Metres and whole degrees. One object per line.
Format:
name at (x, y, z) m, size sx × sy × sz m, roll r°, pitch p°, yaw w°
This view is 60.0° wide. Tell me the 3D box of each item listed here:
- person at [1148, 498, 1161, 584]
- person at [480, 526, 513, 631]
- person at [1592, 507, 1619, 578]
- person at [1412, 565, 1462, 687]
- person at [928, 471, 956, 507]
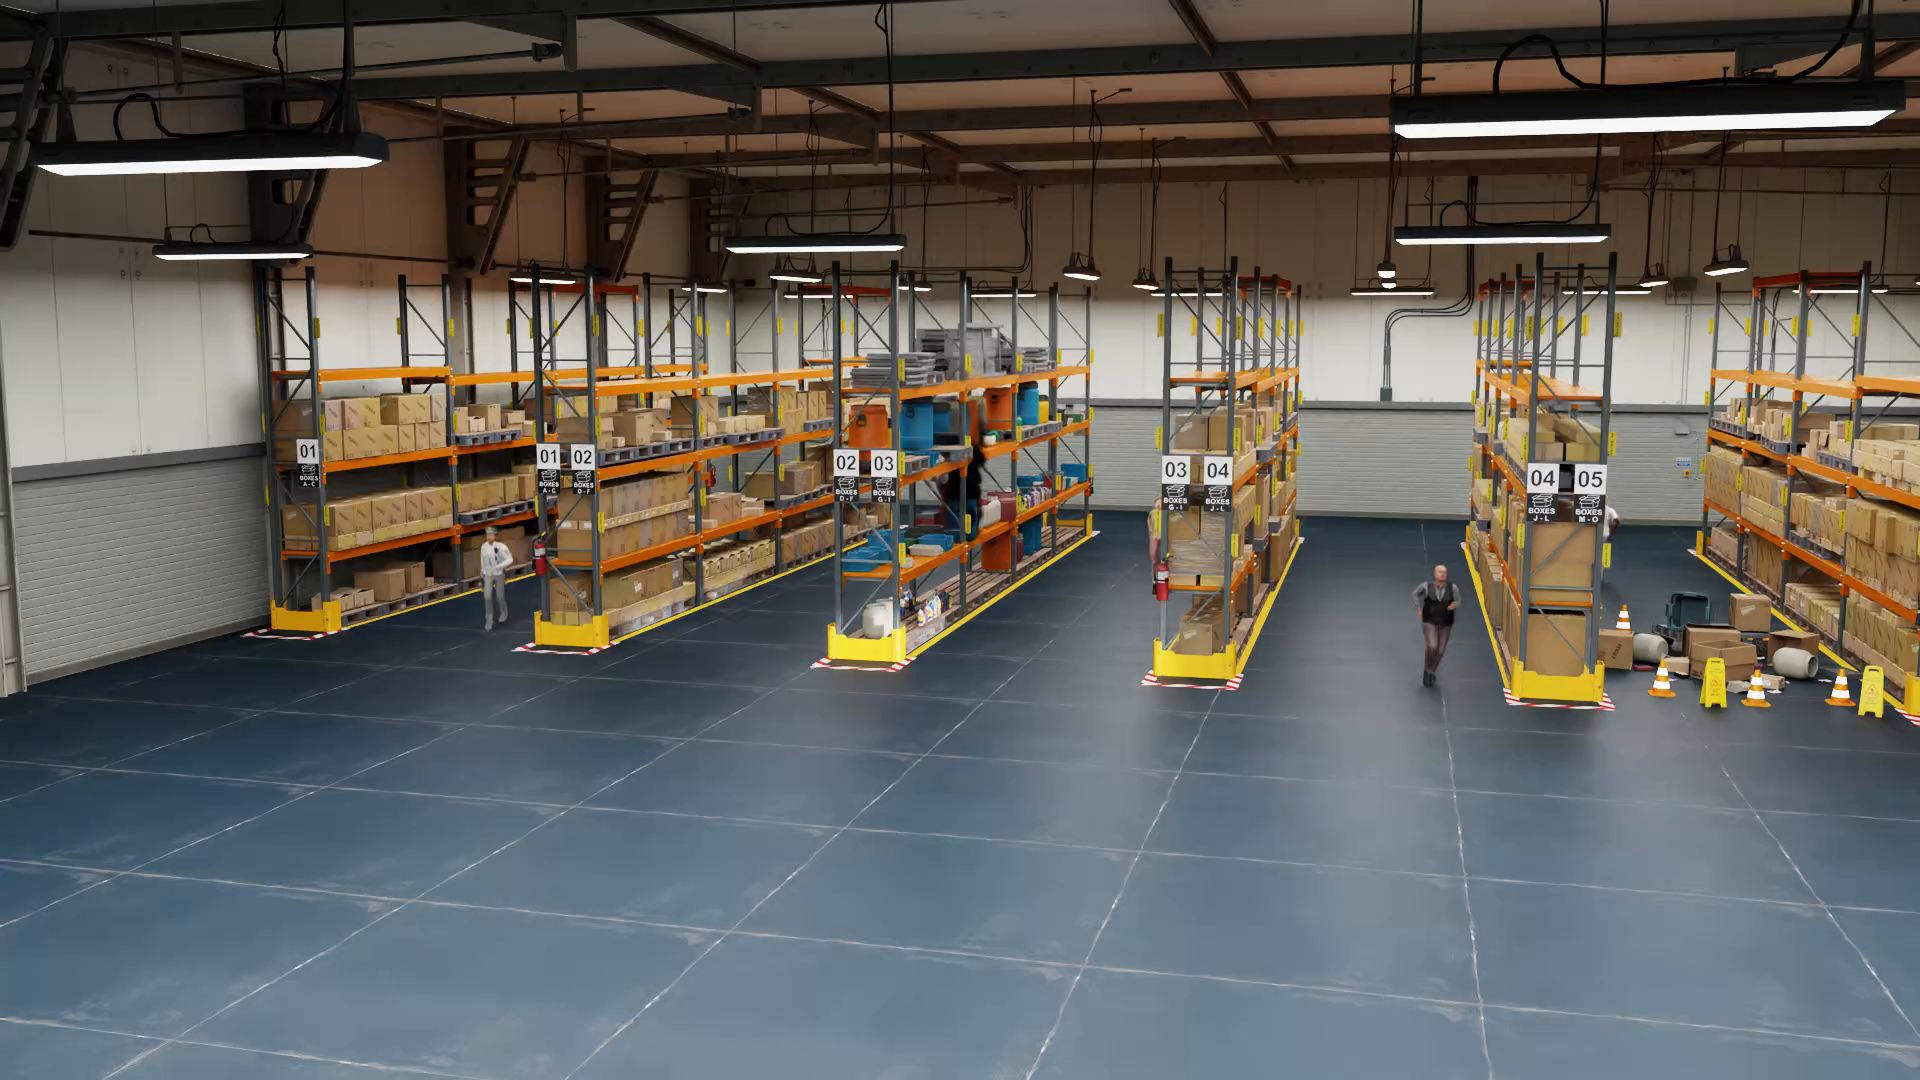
person at (3.997, -0.010, 33.196) m, size 0.547 × 1.677 × 1.114 m, roll 2°, pitch 7°, yaw 13°
person at (-7.791, 0.622, 27.965) m, size 0.605 × 1.744 × 0.774 m, roll 0°, pitch 7°, yaw 3°
person at (12.713, -0.058, 33.116) m, size 0.699 × 1.766 × 0.927 m, roll 2°, pitch 7°, yaw 12°
person at (6.713, 1.203, 23.377) m, size 0.645 × 1.722 × 0.757 m, roll 0°, pitch 7°, yaw 1°
person at (-0.421, -1.144, 41.560) m, size 0.719 × 1.744 × 0.822 m, roll -2°, pitch 8°, yaw -16°
